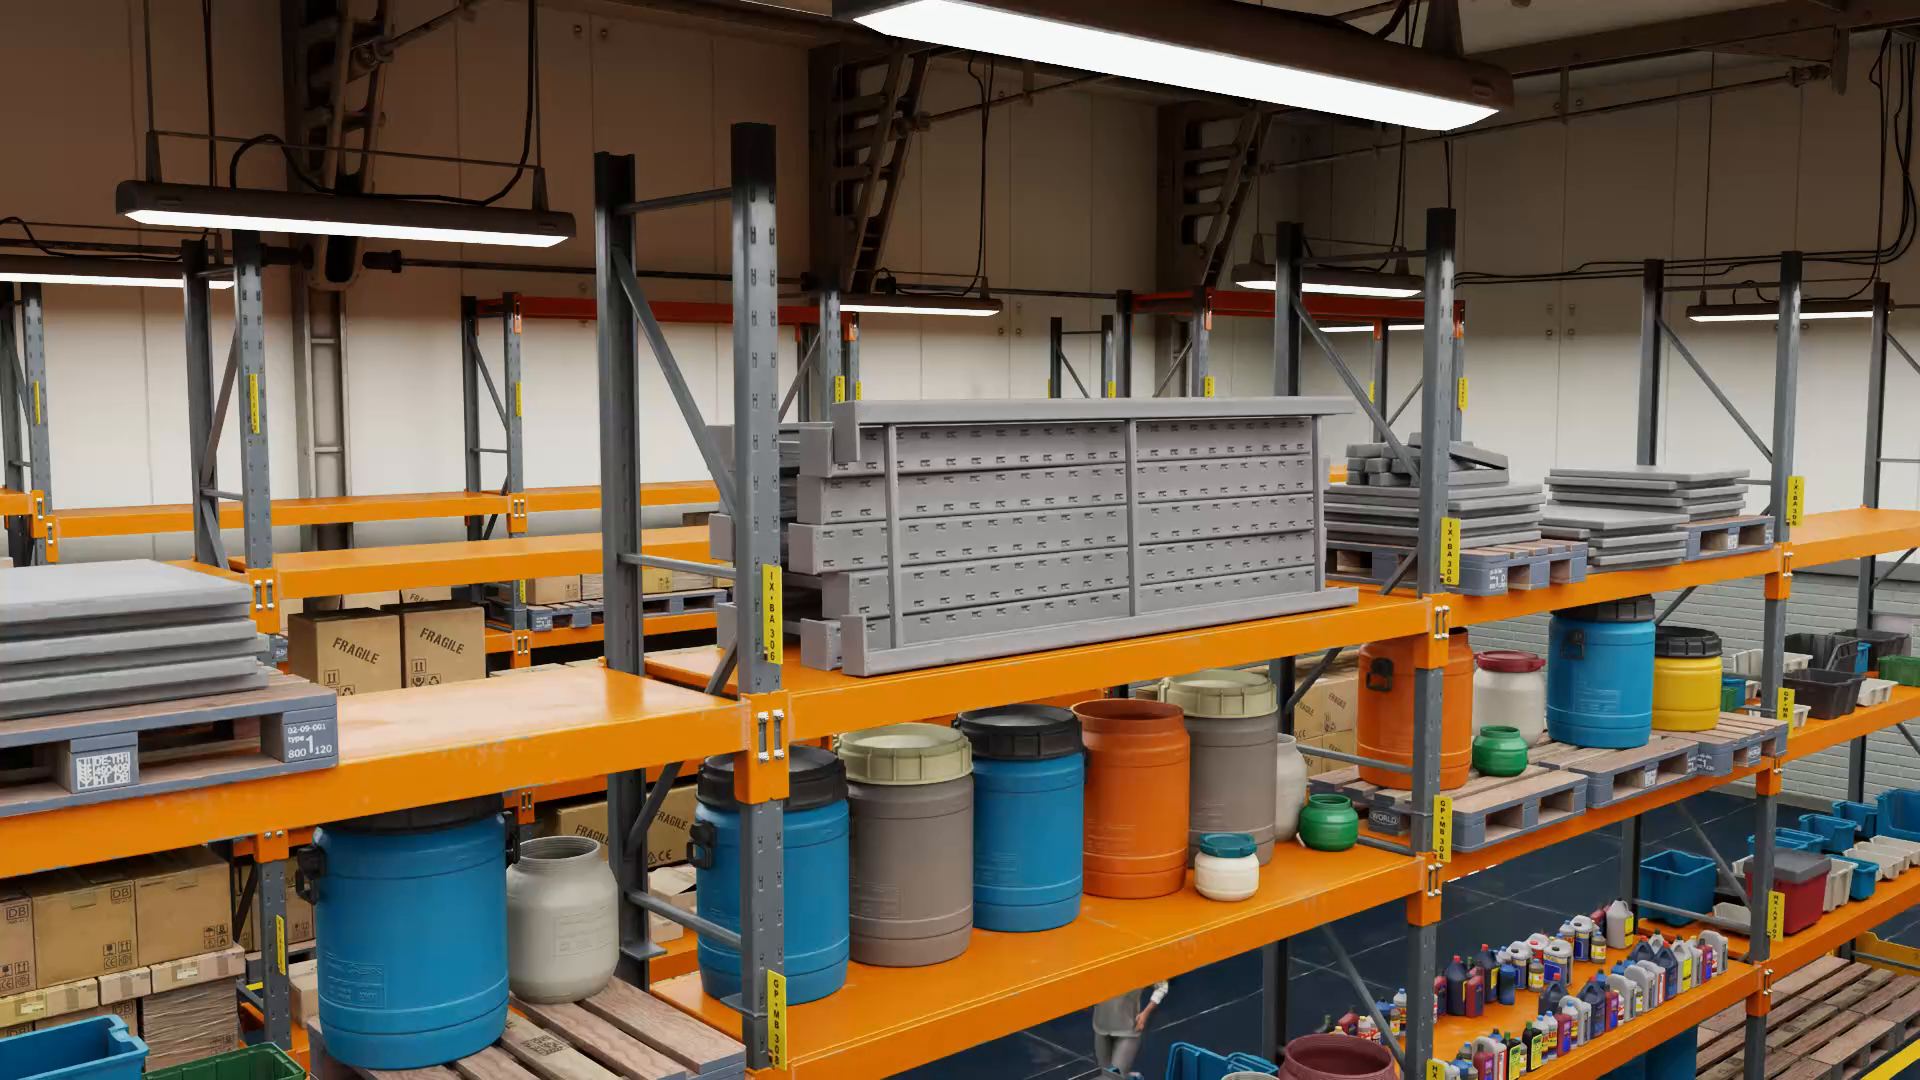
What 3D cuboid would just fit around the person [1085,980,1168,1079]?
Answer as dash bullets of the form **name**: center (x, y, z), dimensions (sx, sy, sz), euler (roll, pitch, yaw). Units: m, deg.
- **person**: center (1.072, 3.299, 11.171), dimensions (0.541, 1.574, 0.867), euler (4, 7, 34)
